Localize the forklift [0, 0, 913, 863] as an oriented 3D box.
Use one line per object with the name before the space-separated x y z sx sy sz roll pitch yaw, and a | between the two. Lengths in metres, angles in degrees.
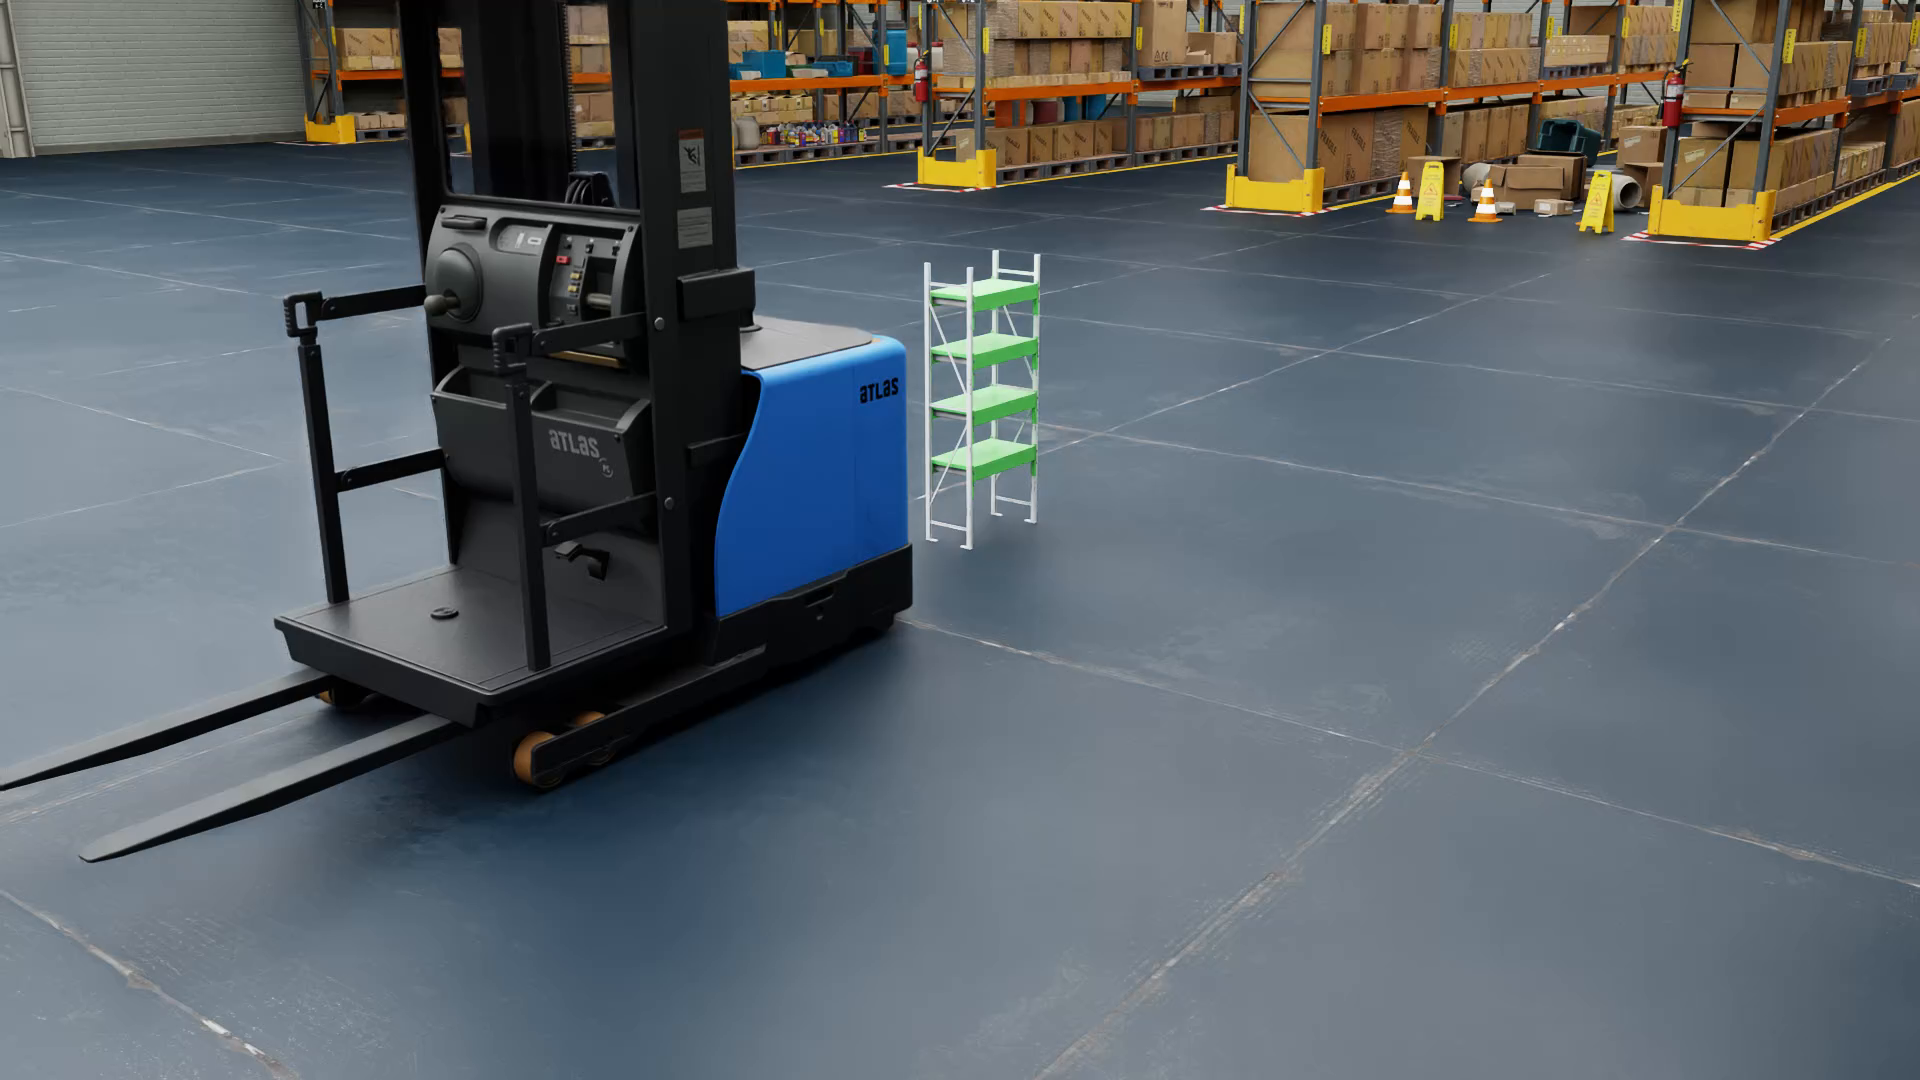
forklift | -1.459 -0.833 4.983 1.130 2.935 3.031 12 21 35

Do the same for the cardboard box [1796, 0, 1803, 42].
cardboard box | 9.171 -5.952 18.998 0.700 0.500 0.500 12 21 33

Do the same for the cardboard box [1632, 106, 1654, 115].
cardboard box | 12.799 -8.061 31.240 0.380 0.149 0.250 11 21 33

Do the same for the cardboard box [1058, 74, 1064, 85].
cardboard box | 1.283 -6.712 24.222 0.380 0.149 0.250 12 21 35

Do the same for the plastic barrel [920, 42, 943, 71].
plastic barrel | -0.503 -8.639 29.777 0.433 0.535 0.433 0 17 0

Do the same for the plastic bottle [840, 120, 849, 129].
plastic bottle | -1.954 -6.977 28.377 0.144 0.351 0.185 12 21 35

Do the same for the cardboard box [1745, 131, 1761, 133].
cardboard box | 9.062 -4.484 19.290 0.500 0.500 0.500 14 22 37

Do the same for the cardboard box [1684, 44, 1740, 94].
cardboard box | 7.969 -4.999 17.614 0.500 0.500 0.500 12 21 34

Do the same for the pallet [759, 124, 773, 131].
pallet | -4.528 -8.229 33.388 1.003 0.211 1.213 12 21 35

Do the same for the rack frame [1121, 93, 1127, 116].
rack frame | 3.080 -10.116 34.762 1.000 3.000 0.127 12 21 35

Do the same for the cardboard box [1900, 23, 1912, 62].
cardboard box | 12.586 -6.770 22.608 0.500 0.500 0.500 12 21 33

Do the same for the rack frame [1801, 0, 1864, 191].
rack frame | 10.250 -5.584 20.168 1.000 3.000 0.127 12 21 35

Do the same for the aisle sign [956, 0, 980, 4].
aisle sign | 0.112 -7.556 22.136 0.394 0.787 0.004 12 21 35

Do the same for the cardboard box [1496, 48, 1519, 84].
cardboard box | 7.949 -7.043 24.697 0.500 0.500 0.500 12 21 34

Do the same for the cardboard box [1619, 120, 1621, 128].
cardboard box | 11.649 -7.492 29.908 0.380 0.149 0.250 12 21 34

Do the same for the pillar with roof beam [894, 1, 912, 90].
pillar with roof beam | 1.879 -15.720 42.691 9.100 9.000 0.400 12 21 35

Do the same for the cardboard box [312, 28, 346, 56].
cardboard box | -11.916 -9.454 31.586 0.500 0.500 0.500 12 21 34

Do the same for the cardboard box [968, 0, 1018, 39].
cardboard box | 0.455 -7.133 22.799 0.500 0.500 0.500 12 21 35

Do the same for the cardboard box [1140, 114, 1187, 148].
cardboard box | 3.307 -6.738 27.356 0.700 0.500 0.500 10 20 30

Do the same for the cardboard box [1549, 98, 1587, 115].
cardboard box | 10.120 -7.235 27.725 0.500 0.250 0.500 11 21 32

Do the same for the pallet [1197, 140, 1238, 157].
pallet | 4.208 -6.771 28.690 1.003 0.211 1.213 12 21 35

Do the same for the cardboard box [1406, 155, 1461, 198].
cardboard box | 6.114 -4.691 21.503 0.500 0.500 0.500 -16 23 -41

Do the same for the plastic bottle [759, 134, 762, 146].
plastic bottle | -3.327 -6.647 27.566 0.097 0.201 0.097 0 17 0

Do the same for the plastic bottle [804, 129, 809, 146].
plastic bottle | -2.535 -6.623 27.373 0.097 0.271 0.097 0 17 0

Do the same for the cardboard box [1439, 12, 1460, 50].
cardboard box | 6.506 -7.079 23.129 0.700 0.500 0.500 12 21 34

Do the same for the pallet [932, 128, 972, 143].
pallet | 0.204 -7.654 31.535 1.003 0.211 1.213 12 21 35

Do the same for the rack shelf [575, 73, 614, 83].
rack shelf | -6.854 -8.267 30.020 1.077 0.370 4.000 12 21 35

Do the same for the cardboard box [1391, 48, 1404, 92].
cardboard box | 5.279 -6.174 21.814 0.875 0.550 0.550 12 21 35

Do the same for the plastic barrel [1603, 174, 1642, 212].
plastic barrel | 7.882 -4.161 19.928 0.421 0.421 0.512 -4 18 -13

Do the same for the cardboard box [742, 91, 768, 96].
cardboard box | -5.159 -10.863 40.083 0.750 0.750 0.750 13 21 35

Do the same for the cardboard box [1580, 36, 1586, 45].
cardboard box | 10.122 -8.265 27.512 0.380 0.149 0.250 11 21 32

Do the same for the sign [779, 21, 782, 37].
sign | -3.720 -10.648 34.657 0.100 0.325 0.005 12 21 35

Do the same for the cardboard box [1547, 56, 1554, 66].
cardboard box | 9.187 -7.603 26.384 0.380 0.149 0.250 14 22 37

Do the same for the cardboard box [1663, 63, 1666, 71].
cardboard box | 13.082 -8.930 31.367 0.380 0.149 0.250 12 21 34

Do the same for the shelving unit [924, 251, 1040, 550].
shelving unit | 0.099 -0.612 7.193 0.258 1.200 0.503 12 21 35

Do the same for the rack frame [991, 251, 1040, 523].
rack frame | 0.244 -0.671 7.380 0.240 1.200 0.015 12 21 35

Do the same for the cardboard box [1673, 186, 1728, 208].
cardboard box | 8.147 -3.765 18.237 0.500 0.250 0.500 12 21 34

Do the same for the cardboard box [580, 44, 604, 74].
cardboard box | -6.837 -8.660 29.904 0.700 0.500 0.500 13 22 36

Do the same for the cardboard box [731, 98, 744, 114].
cardboard box | -4.606 -8.538 32.663 0.500 0.311 0.500 12 21 33

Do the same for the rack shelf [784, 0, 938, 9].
rack shelf | -2.087 -11.605 35.711 1.077 0.370 4.000 12 21 35

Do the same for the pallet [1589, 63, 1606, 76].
pallet | 10.409 -8.092 28.568 1.003 0.211 1.213 12 21 35

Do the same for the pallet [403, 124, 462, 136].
pallet | -10.741 -8.172 33.202 1.003 0.211 1.213 12 21 35

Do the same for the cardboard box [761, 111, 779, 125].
cardboard box | -4.003 -8.516 33.537 0.500 0.250 0.500 13 21 36

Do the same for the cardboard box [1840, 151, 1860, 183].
cardboard box | 10.986 -4.827 21.453 0.950 0.372 0.625 14 22 38

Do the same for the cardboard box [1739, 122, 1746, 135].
cardboard box | 8.610 -4.645 18.713 0.380 0.149 0.250 14 22 37

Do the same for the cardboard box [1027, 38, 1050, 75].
cardboard box | 0.792 -6.950 23.897 0.875 0.500 0.500 12 21 35

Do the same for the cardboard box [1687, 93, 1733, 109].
cardboard box | 7.918 -4.638 17.546 0.380 0.149 0.250 13 22 37

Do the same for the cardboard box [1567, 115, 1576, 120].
cardboard box | 9.823 -6.761 27.465 0.500 0.500 0.500 12 21 33

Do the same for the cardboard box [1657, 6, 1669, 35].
cardboard box | 12.687 -9.561 30.619 0.500 0.500 0.500 14 22 37

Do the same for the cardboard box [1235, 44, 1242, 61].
cardboard box | 4.770 -8.497 29.380 0.500 0.500 0.500 13 22 36

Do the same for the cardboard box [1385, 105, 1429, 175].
cardboard box | 5.784 -5.483 22.718 0.875 0.875 0.875 13 21 36
